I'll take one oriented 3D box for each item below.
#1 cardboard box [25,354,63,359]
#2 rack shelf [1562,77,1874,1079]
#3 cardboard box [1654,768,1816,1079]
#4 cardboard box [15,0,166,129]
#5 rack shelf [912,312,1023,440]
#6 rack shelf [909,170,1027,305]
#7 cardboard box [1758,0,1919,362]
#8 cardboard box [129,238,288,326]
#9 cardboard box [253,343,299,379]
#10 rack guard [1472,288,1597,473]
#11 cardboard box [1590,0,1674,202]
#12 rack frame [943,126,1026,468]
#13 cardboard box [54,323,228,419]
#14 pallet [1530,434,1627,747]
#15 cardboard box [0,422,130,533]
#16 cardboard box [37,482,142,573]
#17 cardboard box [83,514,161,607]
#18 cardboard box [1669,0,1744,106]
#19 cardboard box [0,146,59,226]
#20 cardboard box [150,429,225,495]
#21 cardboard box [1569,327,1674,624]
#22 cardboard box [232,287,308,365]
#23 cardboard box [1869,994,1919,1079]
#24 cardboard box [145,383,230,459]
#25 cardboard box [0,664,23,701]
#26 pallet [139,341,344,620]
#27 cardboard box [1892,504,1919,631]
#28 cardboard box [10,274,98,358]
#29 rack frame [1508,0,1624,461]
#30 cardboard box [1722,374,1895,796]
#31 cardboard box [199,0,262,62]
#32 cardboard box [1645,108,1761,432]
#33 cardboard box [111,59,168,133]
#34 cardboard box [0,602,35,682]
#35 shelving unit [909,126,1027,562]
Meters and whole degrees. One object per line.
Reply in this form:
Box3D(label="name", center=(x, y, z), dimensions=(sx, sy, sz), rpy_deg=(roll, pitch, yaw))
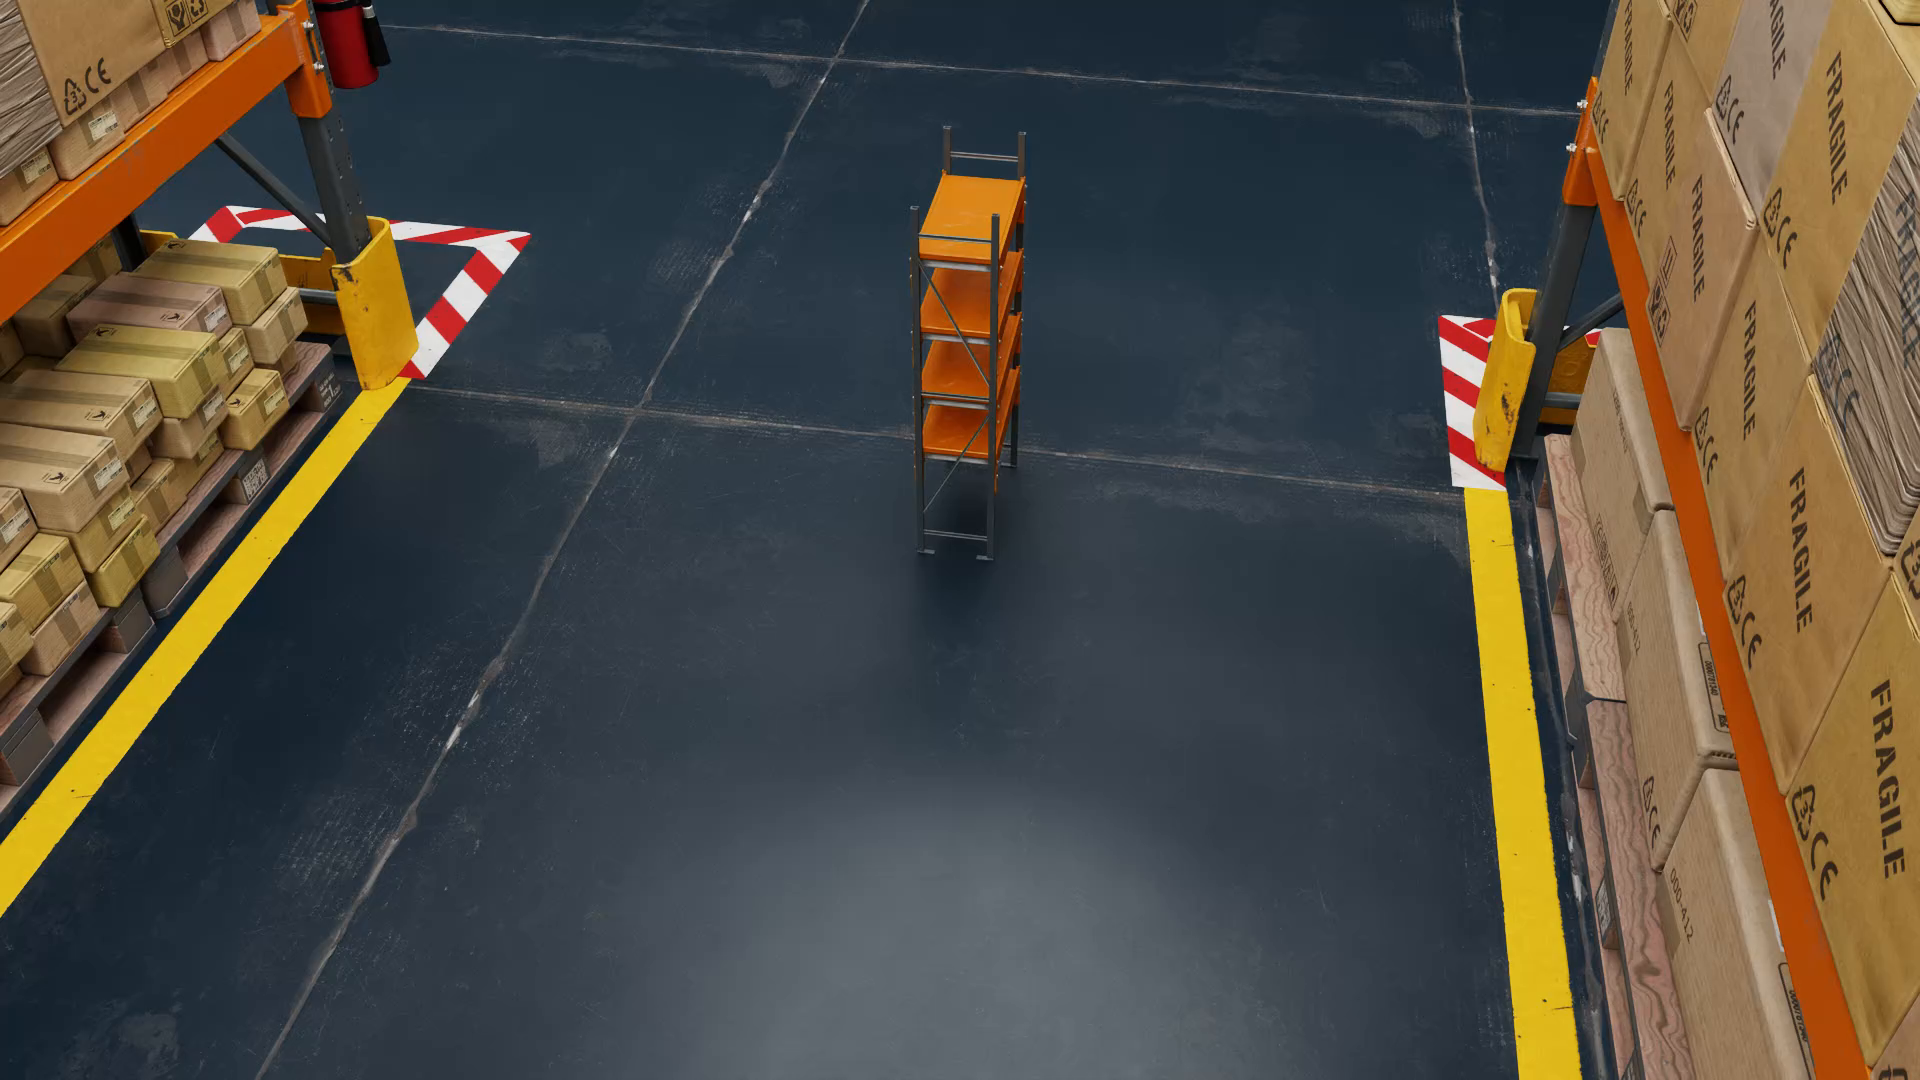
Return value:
Box3D(label="cardboard box", center=(-3.015, -0.611, 5.310), dimensions=(0.380, 0.149, 0.250), rpy_deg=(6, 40, 7))
Box3D(label="rack shelf", center=(1.978, 0.115, 3.321), dimensions=(1.077, 0.370, 4.000), rpy_deg=(6, 40, 8))
Box3D(label="cardboard box", center=(2.001, 0.975, 3.398), dimensions=(0.875, 0.438, 0.875), rpy_deg=(5, 40, 6))
Box3D(label="cardboard box", center=(-2.487, -1.420, 4.301), dimensions=(0.500, 0.500, 0.500), rpy_deg=(6, 40, 7))
Box3D(label="rack shelf", center=(0.029, -0.514, 5.036), dimensions=(0.258, 0.148, 0.480), rpy_deg=(6, 40, 8))
Box3D(label="rack shelf", center=(0.029, -0.869, 4.743), dimensions=(0.258, 0.148, 0.480), rpy_deg=(6, 40, 8))
Box3D(label="cardboard box", center=(1.711, -0.609, 2.770), dimensions=(0.500, 0.500, 0.500), rpy_deg=(7, 40, 8))
Box3D(label="cardboard box", center=(-2.411, -0.832, 5.343), dimensions=(0.380, 0.149, 0.250), rpy_deg=(7, 40, 8))
Box3D(label="cardboard box", center=(-2.454, -0.609, 5.541), dimensions=(0.380, 0.149, 0.250), rpy_deg=(7, 40, 8))
Box3D(label="rack guard", center=(2.328, -0.469, 5.425), dimensions=(1.175, 0.500, 0.348), rpy_deg=(6, 40, 8))
Box3D(label="cardboard box", center=(1.958, -1.186, 4.252), dimensions=(0.500, 0.500, 0.500), rpy_deg=(6, 40, 7))
Box3D(label="rack frame", center=(0.071, -0.719, 5.179), dimensions=(0.240, 1.200, 0.015), rpy_deg=(6, 40, 8))
Box3D(label="cardboard box", center=(-2.430, -0.504, 4.946), dimensions=(0.380, 0.149, 0.250), rpy_deg=(6, 40, 7))
Box3D(label="pallet", center=(2.263, 0.168, 4.881), dimensions=(1.003, 0.211, 1.213), rpy_deg=(6, 40, 8))
Box3D(label="cardboard box", center=(-2.529, -0.174, 4.547), dimensions=(0.380, 0.149, 0.250), rpy_deg=(8, 40, 9))
Box3D(label="cardboard box", center=(-2.544, -0.062, 4.645), dimensions=(0.380, 0.149, 0.250), rpy_deg=(7, 40, 8))
Box3D(label="cardboard box", center=(-2.542, 0.043, 4.752), dimensions=(0.380, 0.149, 0.250), rpy_deg=(5, 40, 6))
Box3D(label="cardboard box", center=(1.878, -1.246, 3.540), dimensions=(0.500, 0.500, 0.500), rpy_deg=(5, 40, 6))
Box3D(label="cardboard box", center=(-2.551, -0.931, 4.219), dimensions=(0.380, 0.149, 0.250), rpy_deg=(5, 40, 6))
Box3D(label="cardboard box", center=(-2.530, -0.281, 5.143), dimensions=(0.380, 0.149, 0.250), rpy_deg=(6, 40, 7))
Box3D(label="cardboard box", center=(2.308, -0.166, 4.778), dimensions=(0.875, 0.438, 0.875), rpy_deg=(5, 40, 6))
Box3D(label="cardboard box", center=(-2.379, -0.715, 5.435), dimensions=(0.380, 0.149, 0.250), rpy_deg=(5, 40, 6))
Box3D(label="cardboard box", center=(1.461, 0.735, 1.928), dimensions=(0.500, 0.500, 0.500), rpy_deg=(7, 40, 8))
Box3D(label="cardboard box", center=(-2.467, -0.388, 5.040), dimensions=(0.380, 0.149, 0.250), rpy_deg=(5, 40, 6))
Box3D(label="cardboard box", center=(-2.727, 0.363, 4.365), dimensions=(0.380, 0.149, 0.250), rpy_deg=(7, 40, 9))
Box3D(label="pallet", center=(-2.757, -0.271, 5.412), dimensions=(1.003, 0.211, 1.213), rpy_deg=(6, 40, 8))
Box3D(label="cardboard box", center=(1.537, 0.025, 2.002), dimensions=(0.500, 0.500, 0.500), rpy_deg=(6, 40, 7))
Box3D(label="cardboard box", center=(-2.923, -0.714, 5.201), dimensions=(0.380, 0.149, 0.250), rpy_deg=(7, 40, 8))
Box3D(label="rack frame", center=(2.324, -1.417, 4.610), dimensions=(1.000, 3.000, 0.127), rpy_deg=(6, 40, 8))
Box3D(label="cardboard box", center=(1.617, 0.095, 2.703), dimensions=(0.500, 0.500, 0.500), rpy_deg=(6, 40, 7))
Box3D(label="cardboard box", center=(-2.347, -1.567, 4.988), dimensions=(0.380, 0.149, 0.250), rpy_deg=(6, 40, 8))
Box3D(label="cardboard box", center=(1.792, -0.548, 3.481), dimensions=(0.500, 0.500, 0.500), rpy_deg=(6, 40, 7))
Box3D(label="cardboard box", center=(-2.455, -1.256, 4.612), dimensions=(0.380, 0.149, 0.250), rpy_deg=(6, 40, 7))
Box3D(label="cardboard box", center=(-2.627, 0.273, 4.240), dimensions=(0.380, 0.149, 0.250), rpy_deg=(7, 40, 8))
Box3D(label="shelving unit", center=(0.029, -0.566, 4.993), dimensions=(0.258, 1.200, 0.503), rpy_deg=(6, 40, 8))
